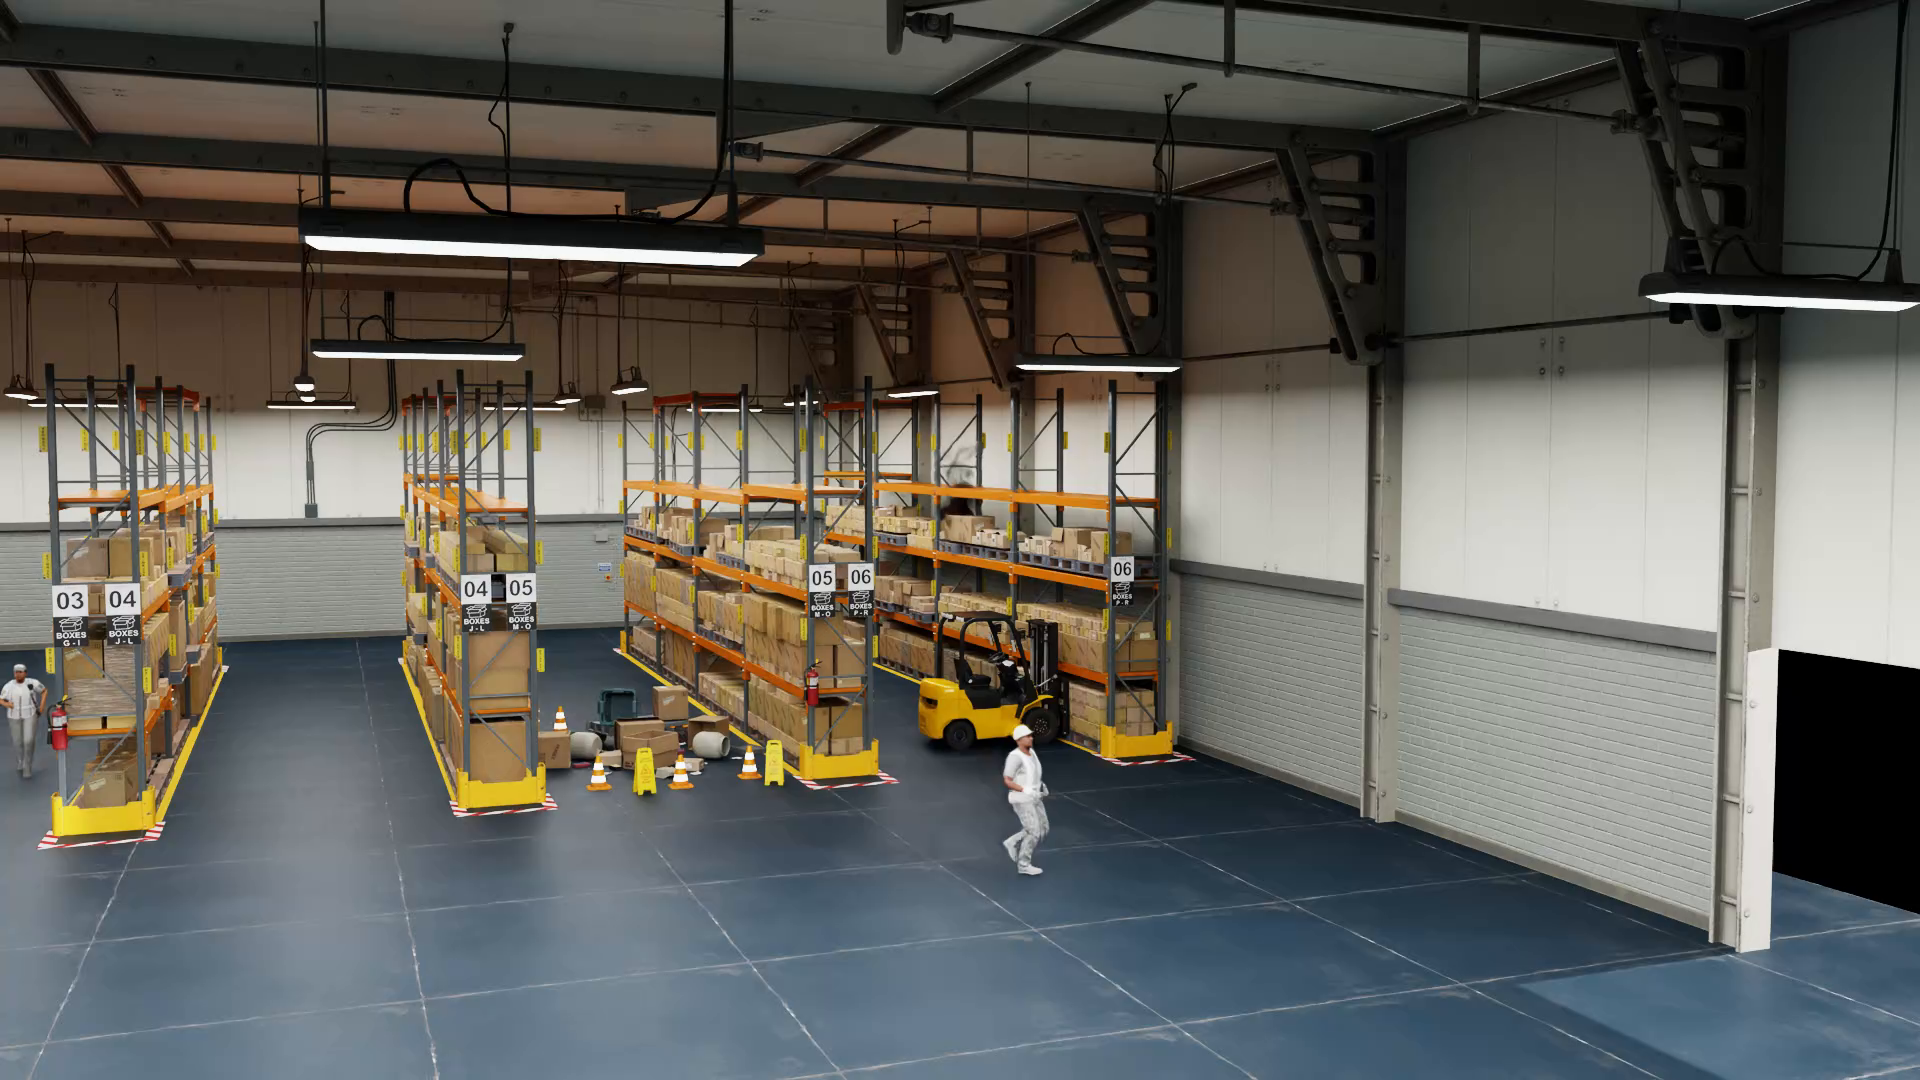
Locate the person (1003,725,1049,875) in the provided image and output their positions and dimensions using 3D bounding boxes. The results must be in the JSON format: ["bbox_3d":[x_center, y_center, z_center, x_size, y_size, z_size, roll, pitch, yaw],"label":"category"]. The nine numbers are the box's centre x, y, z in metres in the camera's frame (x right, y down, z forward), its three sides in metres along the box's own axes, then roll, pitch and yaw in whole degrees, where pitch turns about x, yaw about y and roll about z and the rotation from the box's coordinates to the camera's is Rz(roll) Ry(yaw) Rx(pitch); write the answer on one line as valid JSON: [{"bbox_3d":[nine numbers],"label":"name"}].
[{"bbox_3d":[0.751,3.007,19.280,0.620,1.732,0.678,2,4,27],"label":"person"}]

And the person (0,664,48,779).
[{"bbox_3d":[-14.142,2.719,25.101,0.608,1.719,0.759,-1,3,-17],"label":"person"}]
